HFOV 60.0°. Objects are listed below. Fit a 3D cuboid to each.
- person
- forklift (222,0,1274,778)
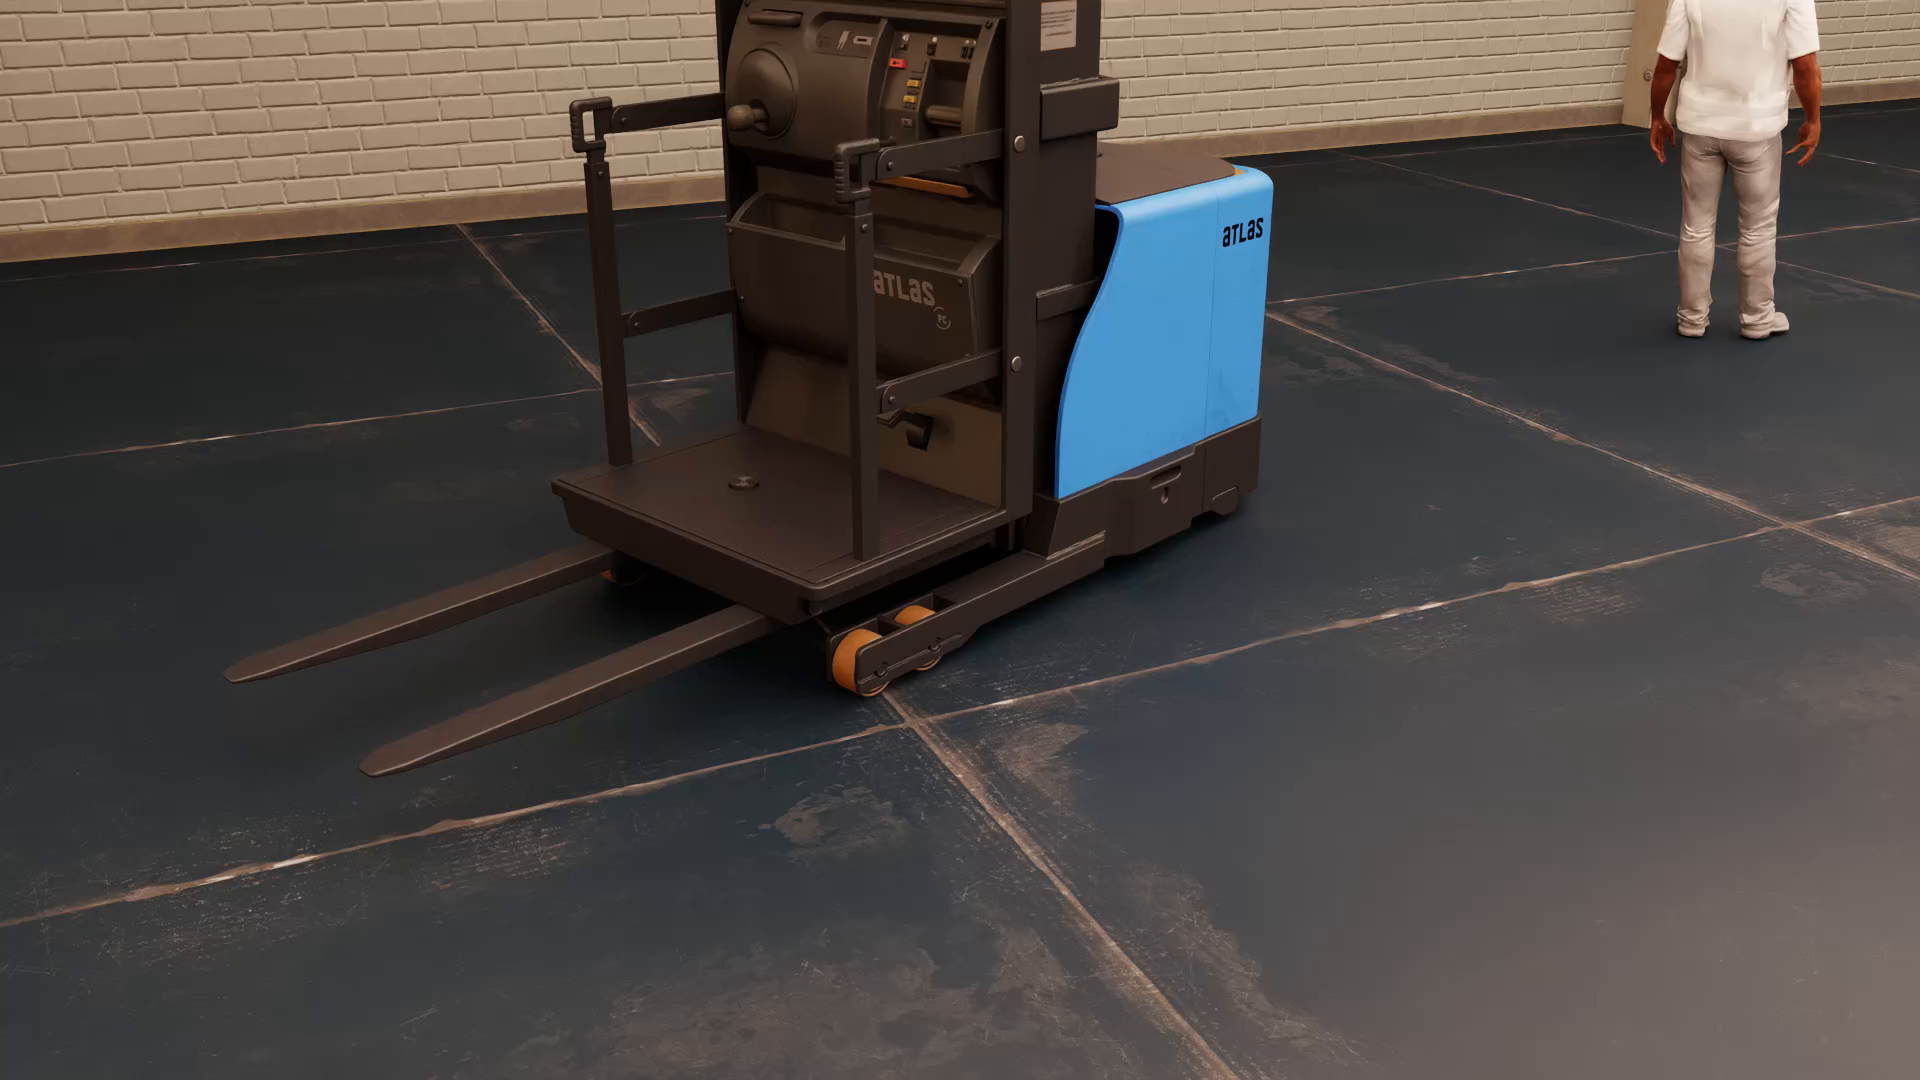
[{"bbox_3d":[3.247,-1.735,6.964,0.665,1.769,0.574,16,27,33],"label":"person"},{"bbox_3d":[-0.413,-1.182,4.131,1.130,2.935,3.031,19,29,39],"label":"forklift"}]
